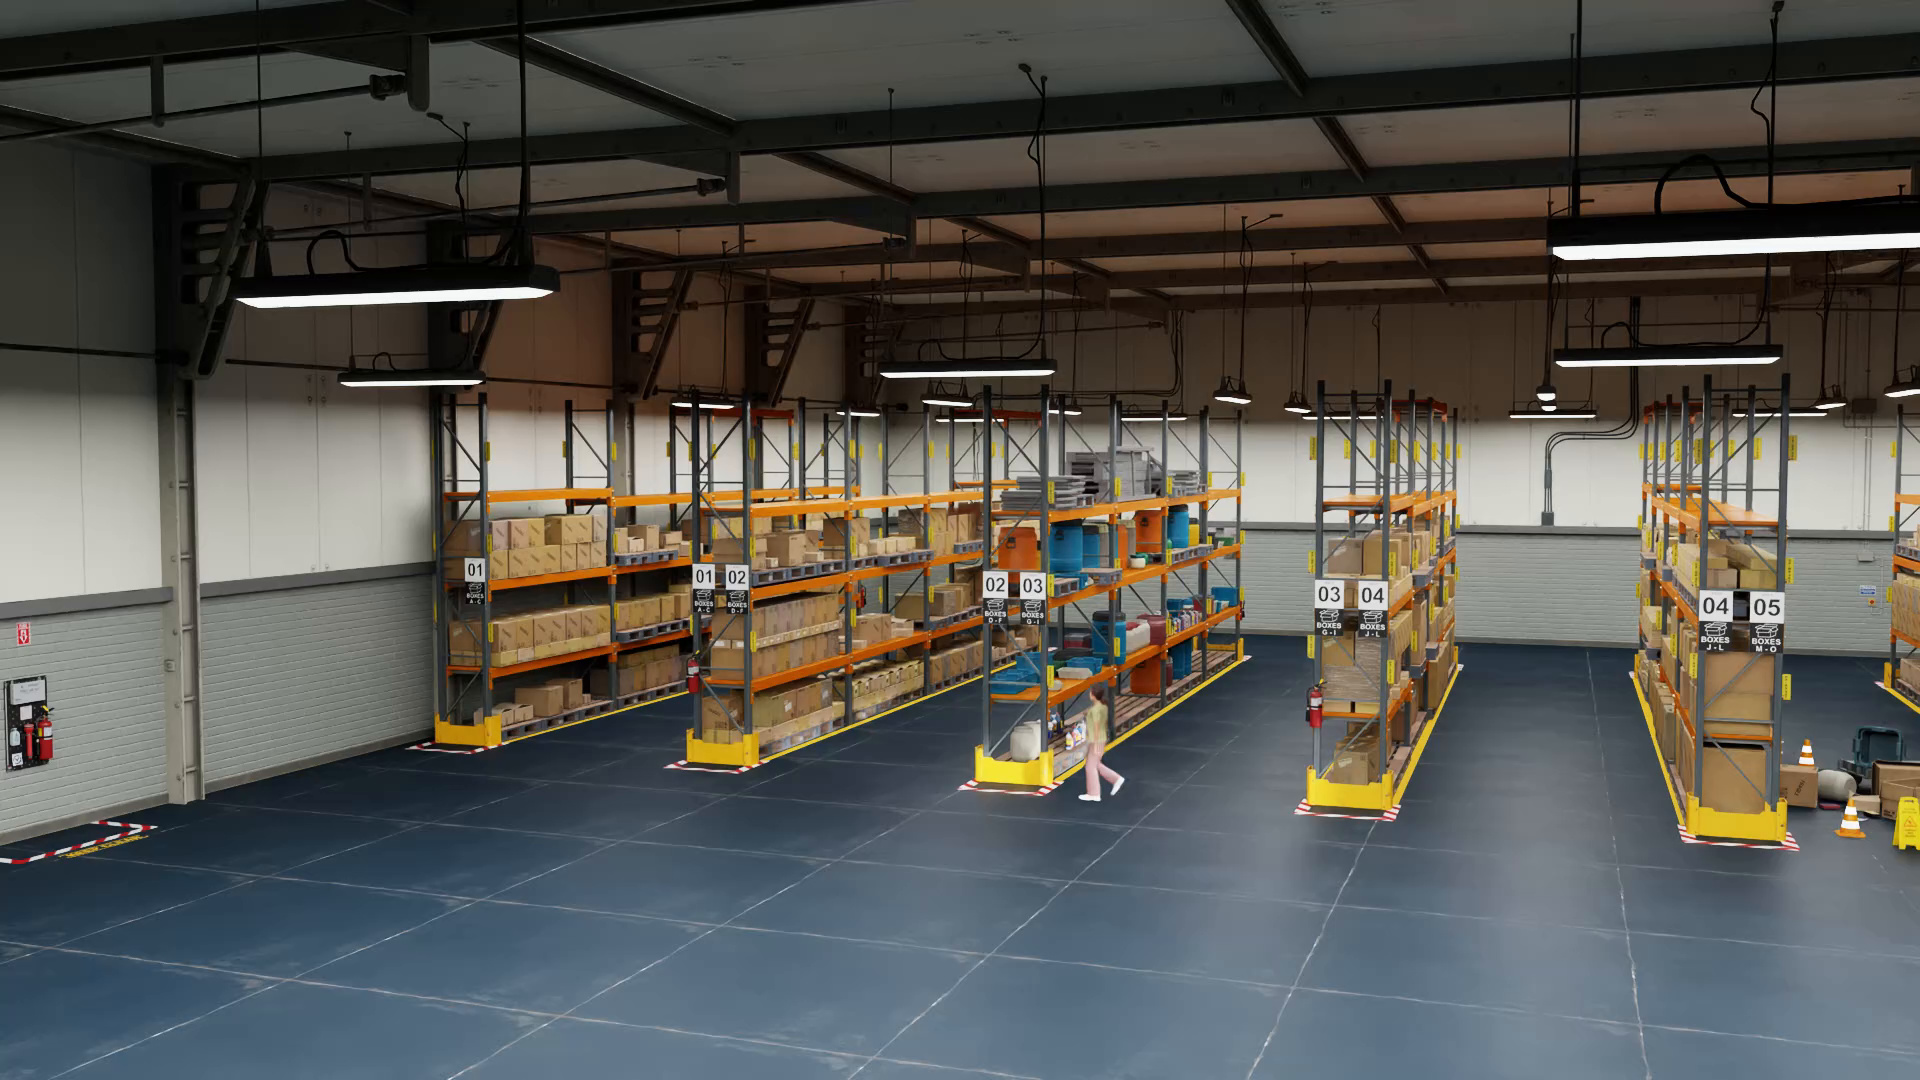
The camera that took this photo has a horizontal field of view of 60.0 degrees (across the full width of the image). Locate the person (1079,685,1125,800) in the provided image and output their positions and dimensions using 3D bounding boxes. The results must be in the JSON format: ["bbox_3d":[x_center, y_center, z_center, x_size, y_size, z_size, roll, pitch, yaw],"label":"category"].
[{"bbox_3d":[2.022,2.894,23.728,0.650,1.656,0.435,0,3,8],"label":"person"}]
